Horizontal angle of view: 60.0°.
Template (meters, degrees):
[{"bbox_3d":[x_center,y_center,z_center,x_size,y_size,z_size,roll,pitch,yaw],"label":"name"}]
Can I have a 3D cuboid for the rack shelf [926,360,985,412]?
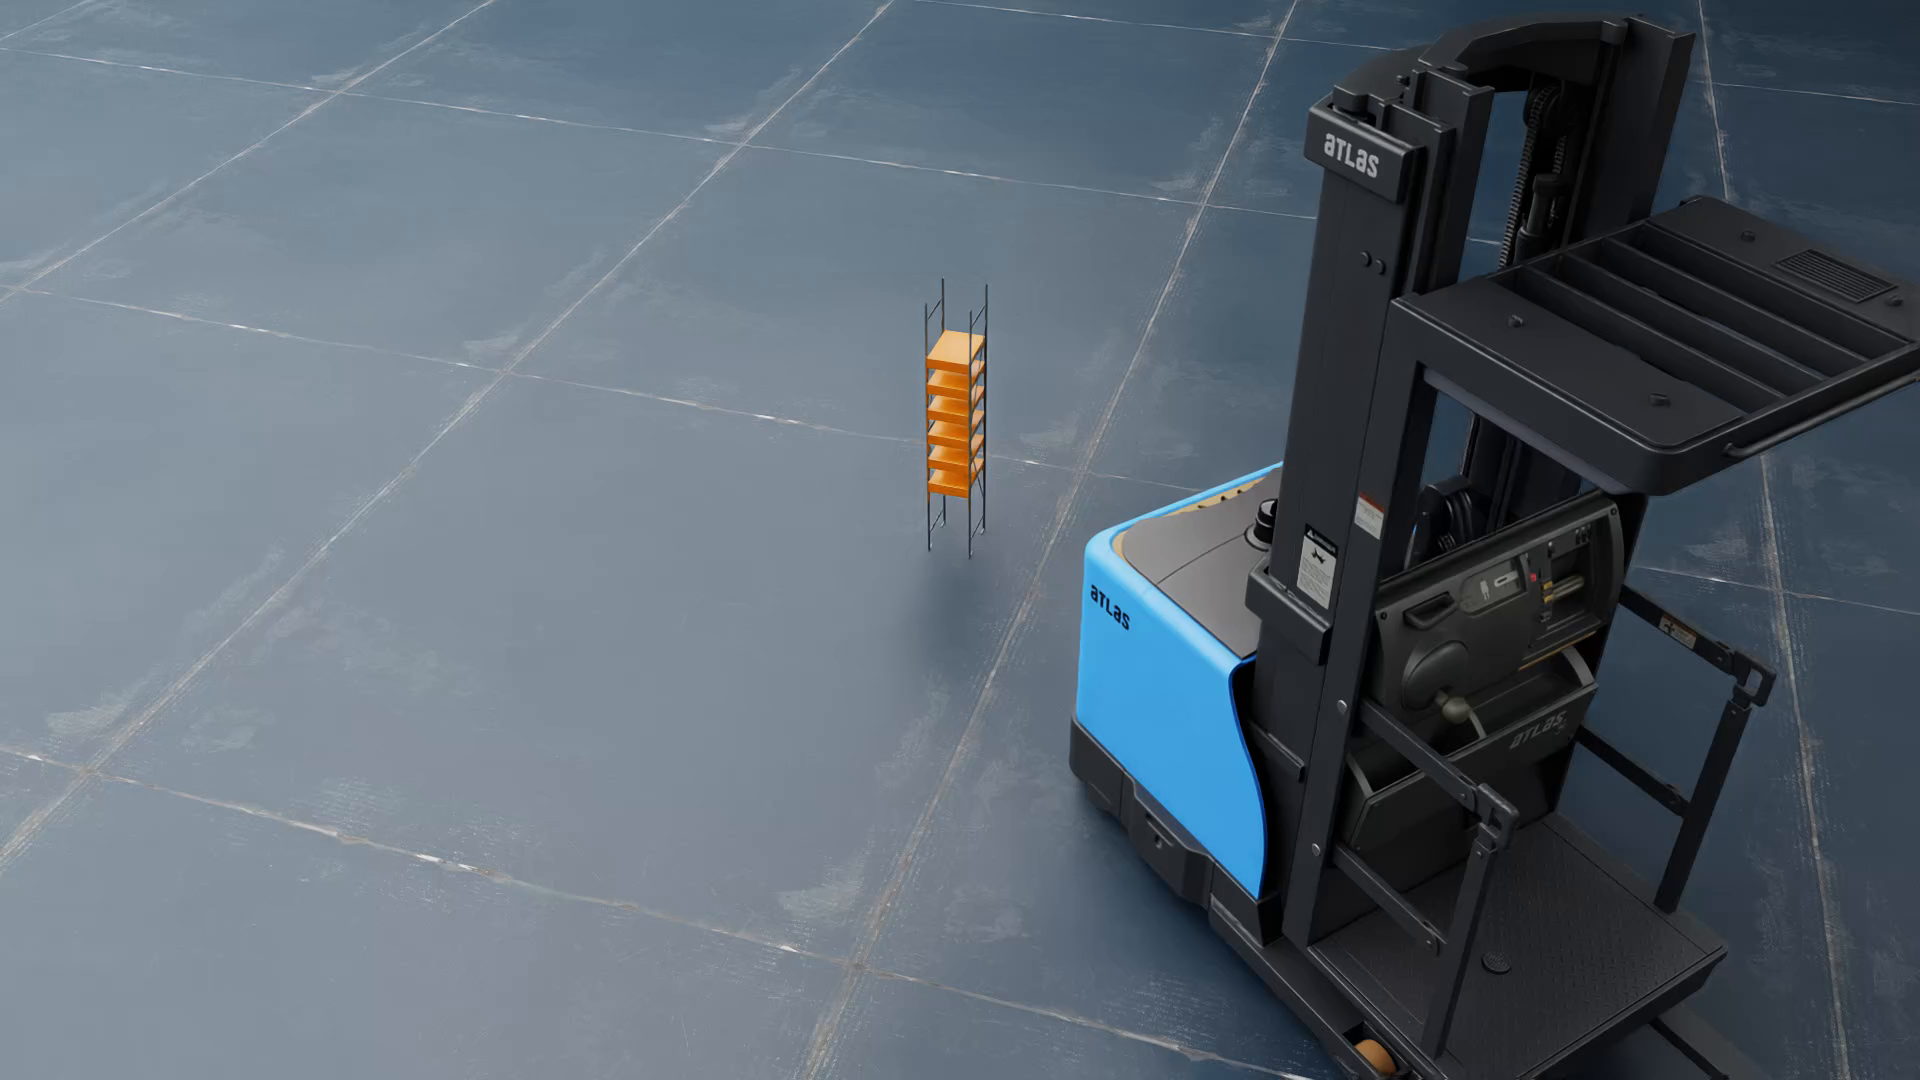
[{"bbox_3d":[-0.014,-0.643,6.782,0.180,0.103,0.258,10,38,14],"label":"rack shelf"}]

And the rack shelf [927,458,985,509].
[{"bbox_3d":[-0.014,-0.257,7.066,0.180,0.103,0.258,10,38,14],"label":"rack shelf"}]

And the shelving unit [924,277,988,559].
[{"bbox_3d":[-0.014,-0.486,6.898,0.189,1.200,0.258,10,38,14],"label":"shelving unit"}]

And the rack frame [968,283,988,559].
[{"bbox_3d":[0.074,-0.470,6.876,0.006,1.200,0.240,10,38,14],"label":"rack frame"}]

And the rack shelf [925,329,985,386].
[{"bbox_3d":[-0.014,-0.740,6.711,0.180,0.103,0.258,10,38,14],"label":"rack shelf"}]

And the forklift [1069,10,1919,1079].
[{"bbox_3d":[1.603,0.262,4.422,1.130,2.935,3.031,-20,41,-25],"label":"forklift"}]

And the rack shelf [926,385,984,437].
[{"bbox_3d":[-0.014,-0.547,6.853,0.180,0.103,0.258,10,38,14],"label":"rack shelf"}]

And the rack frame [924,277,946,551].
[{"bbox_3d":[-0.101,-0.502,6.920,0.006,1.200,0.240,10,38,14],"label":"rack frame"}]

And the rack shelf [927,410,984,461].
[{"bbox_3d":[-0.014,-0.450,6.924,0.180,0.103,0.258,10,38,14],"label":"rack shelf"}]

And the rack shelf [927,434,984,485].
[{"bbox_3d":[-0.014,-0.353,6.995,0.180,0.103,0.258,10,38,14],"label":"rack shelf"}]
